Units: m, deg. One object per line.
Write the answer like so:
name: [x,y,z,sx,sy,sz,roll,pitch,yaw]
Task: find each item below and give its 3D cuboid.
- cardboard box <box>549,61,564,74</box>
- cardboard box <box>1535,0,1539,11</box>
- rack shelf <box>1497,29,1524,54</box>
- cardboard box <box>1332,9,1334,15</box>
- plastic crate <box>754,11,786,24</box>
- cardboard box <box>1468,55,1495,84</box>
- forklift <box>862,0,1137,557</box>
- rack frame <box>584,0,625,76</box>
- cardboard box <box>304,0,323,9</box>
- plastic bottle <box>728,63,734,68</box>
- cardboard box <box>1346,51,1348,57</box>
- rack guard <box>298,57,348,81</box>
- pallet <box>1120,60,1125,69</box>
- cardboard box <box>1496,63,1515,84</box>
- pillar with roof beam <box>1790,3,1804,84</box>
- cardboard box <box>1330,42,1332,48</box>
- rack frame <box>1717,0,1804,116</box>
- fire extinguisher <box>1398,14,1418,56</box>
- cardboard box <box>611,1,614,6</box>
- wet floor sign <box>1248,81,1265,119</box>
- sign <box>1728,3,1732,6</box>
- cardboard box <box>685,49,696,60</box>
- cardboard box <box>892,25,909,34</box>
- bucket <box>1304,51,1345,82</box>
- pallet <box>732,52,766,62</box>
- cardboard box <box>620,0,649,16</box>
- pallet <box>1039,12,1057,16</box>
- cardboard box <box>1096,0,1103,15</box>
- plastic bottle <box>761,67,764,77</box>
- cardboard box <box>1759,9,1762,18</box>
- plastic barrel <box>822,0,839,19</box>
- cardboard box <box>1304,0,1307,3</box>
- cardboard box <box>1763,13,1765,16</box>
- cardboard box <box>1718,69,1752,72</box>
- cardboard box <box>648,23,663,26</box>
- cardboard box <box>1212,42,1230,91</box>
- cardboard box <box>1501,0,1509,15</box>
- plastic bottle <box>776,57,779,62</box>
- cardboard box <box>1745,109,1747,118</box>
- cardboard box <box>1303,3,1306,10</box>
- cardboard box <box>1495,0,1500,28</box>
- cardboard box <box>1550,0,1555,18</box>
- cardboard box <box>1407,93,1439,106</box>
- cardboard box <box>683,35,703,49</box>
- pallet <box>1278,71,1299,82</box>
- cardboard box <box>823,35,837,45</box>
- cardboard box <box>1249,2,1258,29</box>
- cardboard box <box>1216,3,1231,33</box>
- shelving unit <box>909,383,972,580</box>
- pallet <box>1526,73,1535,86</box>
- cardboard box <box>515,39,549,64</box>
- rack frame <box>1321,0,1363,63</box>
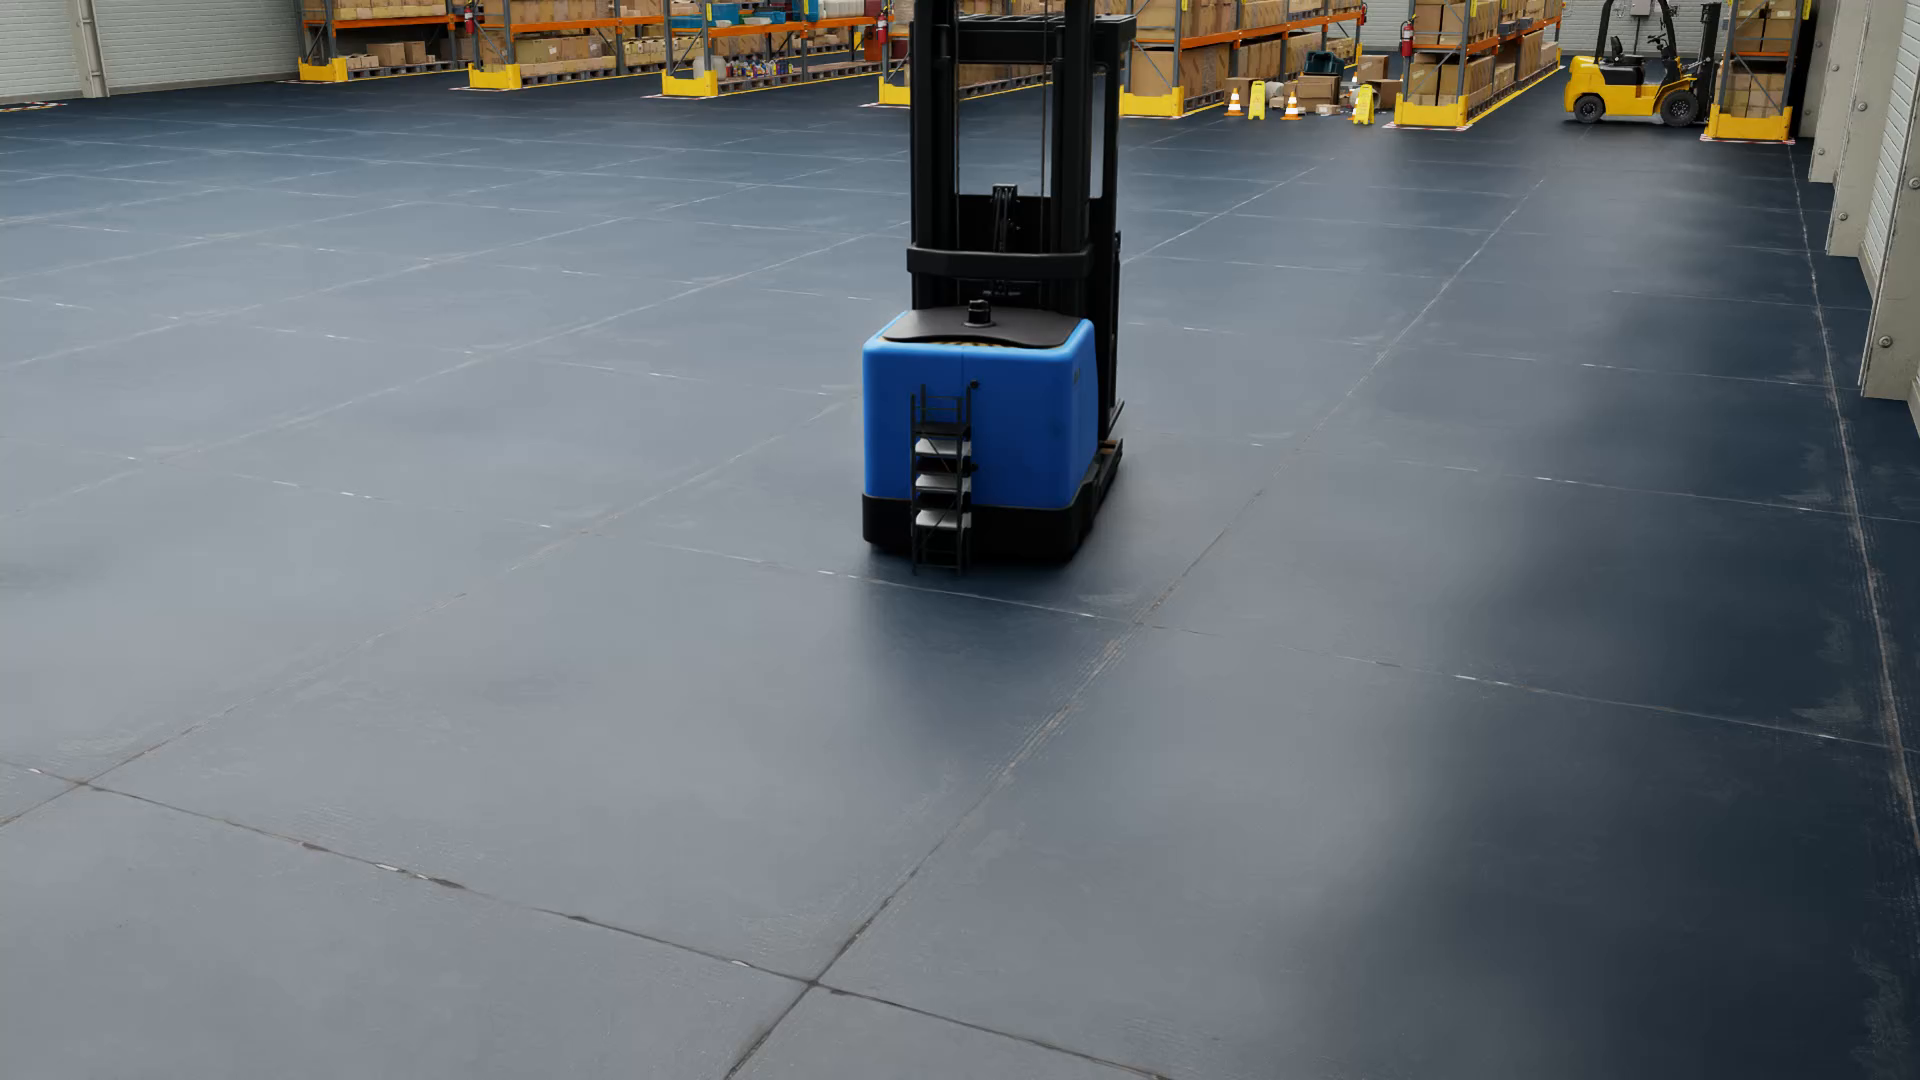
cardboard box: [-9.229,-10.574,37.203,0.500,0.250,0.500,9,21,23]
cardboard box: [12.375,-11.705,36.384,0.500,0.250,0.500,9,21,24]
rack shelf: [10.476,-10.007,33.205,1.077,0.370,4.000,9,21,23]
cardboard box: [9.006,-13.012,40.956,0.380,0.149,0.250,8,21,20]
plastic crate: [-4.108,-11.329,36.069,0.499,0.251,0.616,9,21,23]
cardboard box: [9.659,-8.773,31.018,0.500,0.500,0.500,8,21,22]
forklift: [0.332,-1.758,9.039,1.130,2.935,3.031,4,20,12]
rack frame: [-8.420,-12.455,39.015,1.000,3.000,0.127,9,21,23]
cardboard box: [-14.580,-12.376,37.868,0.500,0.500,0.500,8,21,22]
plastic bottle: [-5.004,-10.213,36.118,0.152,0.276,0.135,8,21,21]
cardboard box: [9.788,-12.555,42.924,0.380,0.149,0.250,8,21,22]
rack guard: [-14.548,-10.756,37.968,1.175,0.500,0.348,9,21,23]
pallet: [3.644,-11.980,41.841,1.003,0.211,1.213,9,21,23]
cardboard box: [11.054,-9.746,34.692,0.950,0.372,0.625,7,21,19]
pillar with roof beam: [14.643,-15.007,37.237,9.100,9.000,0.400,9,21,23]
cardboard box: [9.017,-12.284,41.272,0.380,0.149,0.250,8,21,21]
rack frame: [12.549,-7.832,26.016,1.000,3.000,0.127,9,21,23]
fire extinguisher: [7.551,-8.504,28.020,0.296,0.674,0.183,9,21,23]
cardboard box: [-9.829,-15.086,46.757,0.380,0.149,0.250,9,21,23]
wet floor sign: [5.256,-7.771,29.356,0.267,0.644,0.232,5,20,13]
sign: [13.688,-9.635,29.474,0.100,0.325,0.005,9,21,23]
cardboard box: [-6.983,-12.228,41.852,0.500,0.250,0.500,8,21,22]
cardboard box: [-1.094,-9.869,32.118,0.380,0.149,0.250,9,21,23]
bucket: [7.147,-9.199,32.476,0.726,0.611,0.620,18,16,41]
pallet: [-5.941,-12.959,44.592,1.003,0.211,1.213,9,21,23]
cardboard box: [-7.875,-12.896,40.105,0.500,0.500,0.500,10,22,27]
pallet: [1.480,-11.616,36.942,1.003,0.211,1.213,9,21,23]
cardboard box: [3.117,-12.791,39.810,0.500,0.500,0.500,8,21,22]
plastic bottle: [-4.292,-10.118,35.961,0.097,0.201,0.097,0,20,0]
cardboard box: [12.675,-8.483,26.727,0.380,0.149,0.250,9,21,24]
plastic barrel: [-3.011,-12.325,38.446,0.433,0.535,0.433,0,20,0]
cardboard box: [7.751,-12.423,38.228,0.380,0.149,0.250,9,22,25]
cardboard box: [13.362,-8.686,28.267,0.500,0.500,0.500,8,21,22]
cardboard box: [12.656,-7.546,27.196,0.500,0.250,0.500,9,21,24]
cardboard box: [-8.959,-15.199,48.866,0.380,0.149,0.250,9,22,25]
cardboard box: [4.778,-9.397,32.961,0.875,0.875,0.875,9,21,24]
cardboard box: [10.110,-10.224,31.521,0.500,0.500,0.500,9,22,24]
plastic bottle: [-4.035,-10.517,36.861,0.144,0.351,0.185,9,21,23]
cardboard box: [12.665,-7.072,27.356,0.500,0.250,0.500,9,21,23]
cardboard box: [7.754,-12.280,38.269,0.380,0.149,0.250,8,21,21]
cardboard box: [9.702,-9.752,30.821,0.500,0.500,0.500,8,21,21]
cardboard box: [13.783,-12.640,39.384,0.500,0.500,0.500,9,21,23]
cardboard box: [8.114,-7.706,29.137,0.500,0.250,0.500,8,21,22]
cardboard box: [-6.772,-12.651,42.204,0.500,0.311,0.500,9,22,24]
pallet: [7.059,-10.531,37.765,1.003,0.211,1.213,9,21,23]
cardboard box: [-3.921,-14.549,48.349,0.500,0.250,0.500,9,21,23]
cardboard box: [5.766,-10.709,33.954,0.500,0.500,0.500,9,21,23]
cardboard box: [4.755,-10.168,32.360,0.875,0.550,0.550,9,21,23]
shelving unit: [-0.089,-0.275,7.898,0.258,0.900,0.210,4,20,12]
pallet: [12.187,-10.246,36.965,1.003,0.211,1.213,9,21,23]
cardboard box: [-9.433,-10.775,36.647,0.500,0.500,0.500,9,21,23]
rack frame: [10.013,-14.052,43.504,1.000,3.000,0.127,9,21,23]
